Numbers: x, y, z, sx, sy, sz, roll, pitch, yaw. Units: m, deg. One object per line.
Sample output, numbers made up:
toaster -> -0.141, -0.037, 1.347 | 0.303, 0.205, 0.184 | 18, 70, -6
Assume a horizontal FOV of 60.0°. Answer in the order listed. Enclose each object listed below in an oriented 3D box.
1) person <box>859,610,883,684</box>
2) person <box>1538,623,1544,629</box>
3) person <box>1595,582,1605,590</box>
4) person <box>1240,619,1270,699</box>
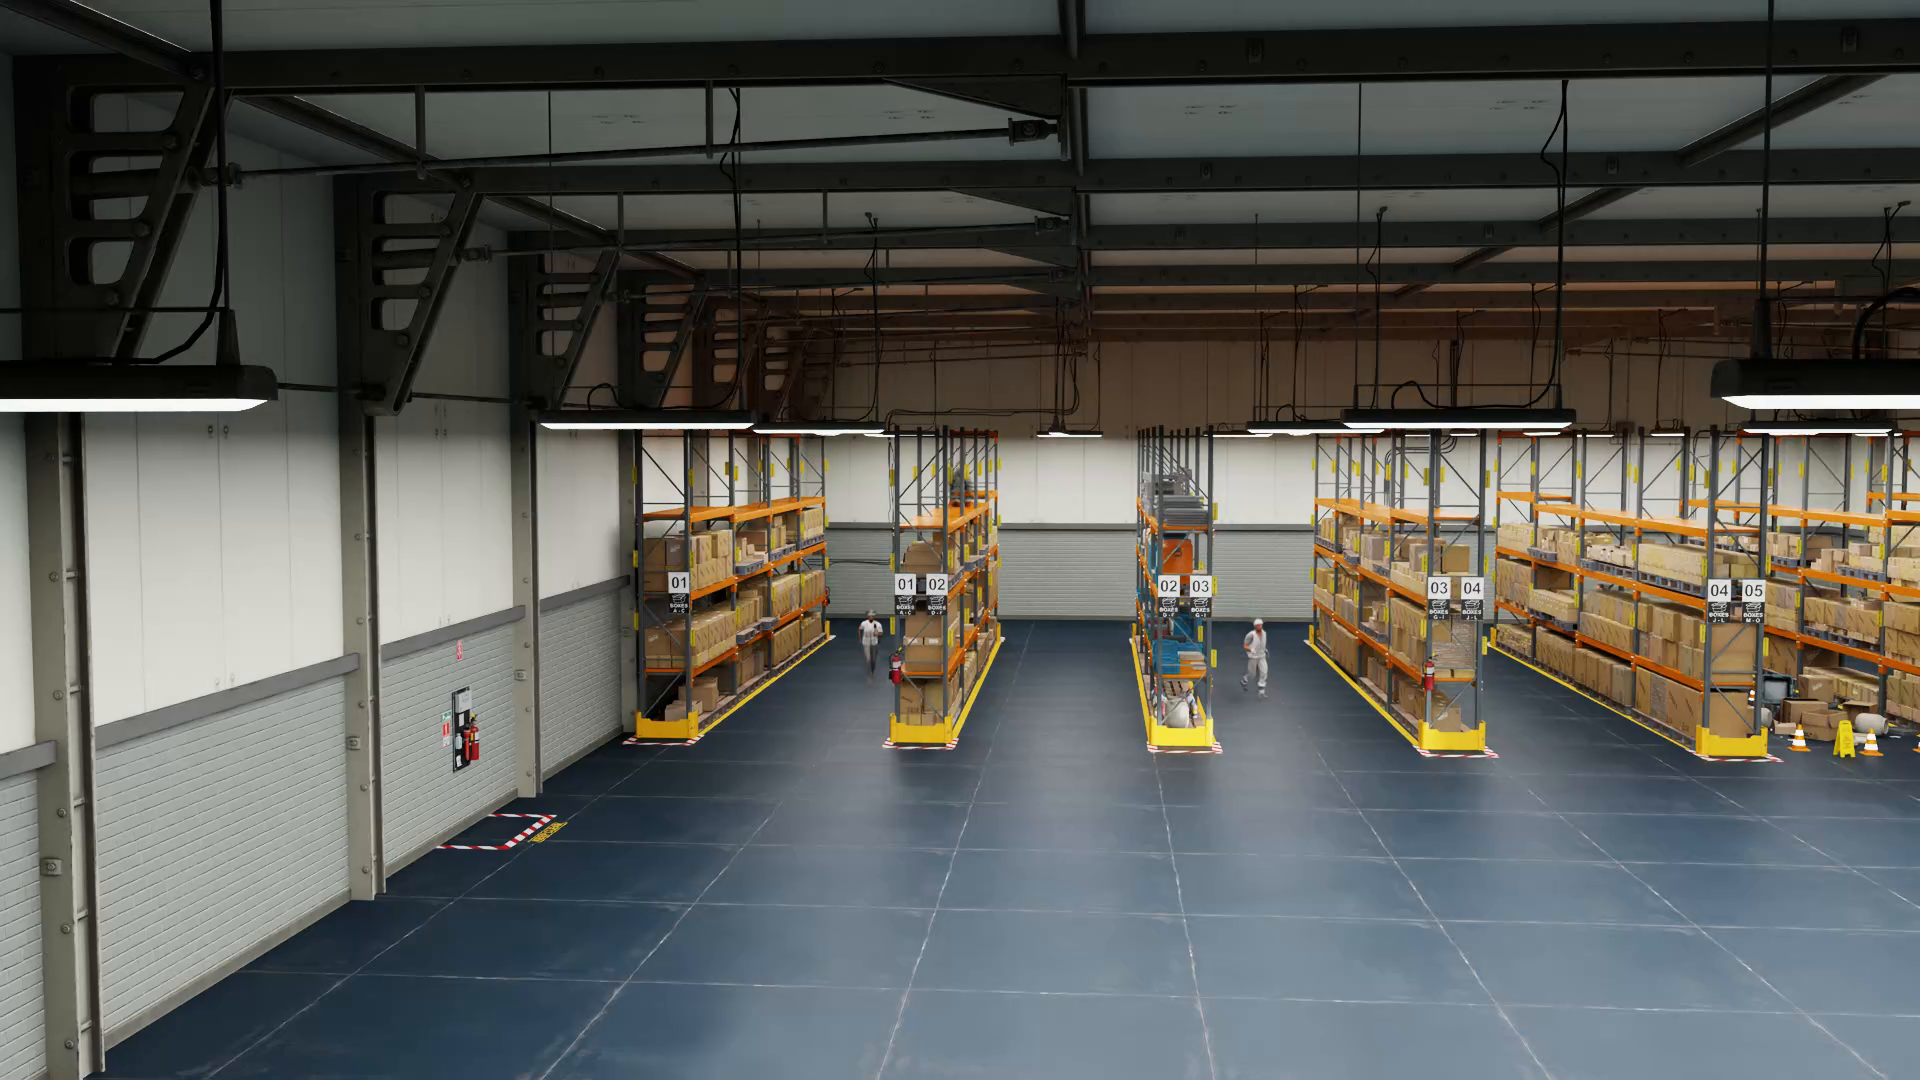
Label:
person -> -2.102, 2.495, 39.320 | 0.559, 1.717, 0.901 | 0, 3, -7
person -> 16.959, 1.990, 47.911 | 0.762, 1.784, 0.625 | -1, 4, -22
person -> 18.241, 2.053, 47.224 | 0.848, 1.688, 0.579 | 1, 3, 8
person -> 6.557, 2.613, 36.960 | 0.643, 1.755, 0.985 | -1, 4, -19
